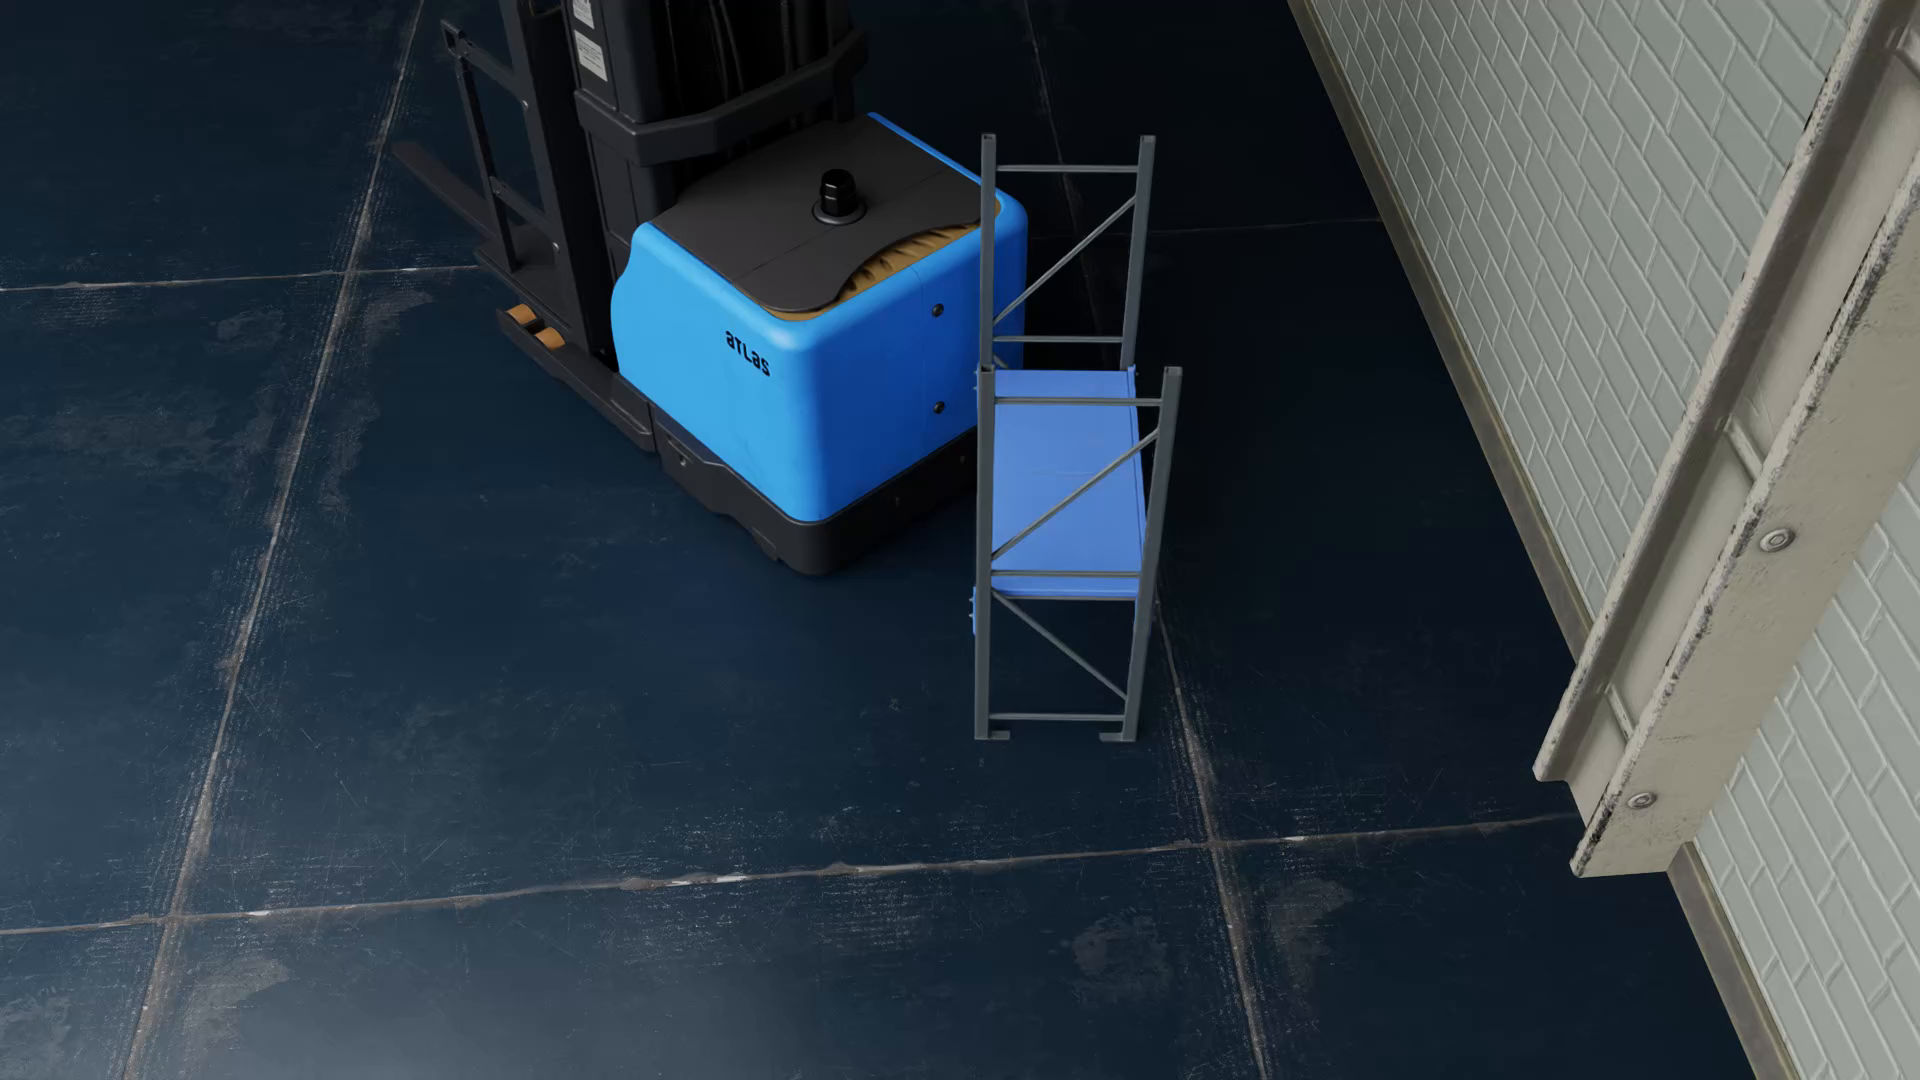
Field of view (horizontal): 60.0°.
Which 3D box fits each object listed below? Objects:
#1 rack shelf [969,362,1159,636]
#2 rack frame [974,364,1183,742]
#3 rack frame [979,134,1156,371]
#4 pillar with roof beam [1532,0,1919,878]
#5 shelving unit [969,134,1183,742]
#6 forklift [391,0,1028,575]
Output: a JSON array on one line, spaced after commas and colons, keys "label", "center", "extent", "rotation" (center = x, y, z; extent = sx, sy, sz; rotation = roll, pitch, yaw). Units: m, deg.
[{"label": "rack shelf", "center": [0.304, -0.148, 5.105], "extent": [0.538, 0.185, 1.000], "rotation": [1, 47, 1]}, {"label": "rack frame", "center": [0.295, 0.097, 4.625], "extent": [0.500, 1.500, 0.032], "rotation": [1, 47, 1]}, {"label": "rack frame", "center": [0.312, -0.641, 5.324], "extent": [0.500, 1.500, 0.032], "rotation": [1, 47, 1]}, {"label": "pillar with roof beam", "center": [-2.368, -2.007, 1.452], "extent": [9.100, 9.000, 0.400], "rotation": [-3, 47, -3]}, {"label": "shelving unit", "center": [0.304, -0.272, 4.974], "extent": [0.538, 1.500, 1.048], "rotation": [1, 47, 1]}, {"label": "forklift", "center": [-1.133, -1.876, 5.508], "extent": [1.130, 2.935, 3.031], "rotation": [-34, 55, -28]}]
